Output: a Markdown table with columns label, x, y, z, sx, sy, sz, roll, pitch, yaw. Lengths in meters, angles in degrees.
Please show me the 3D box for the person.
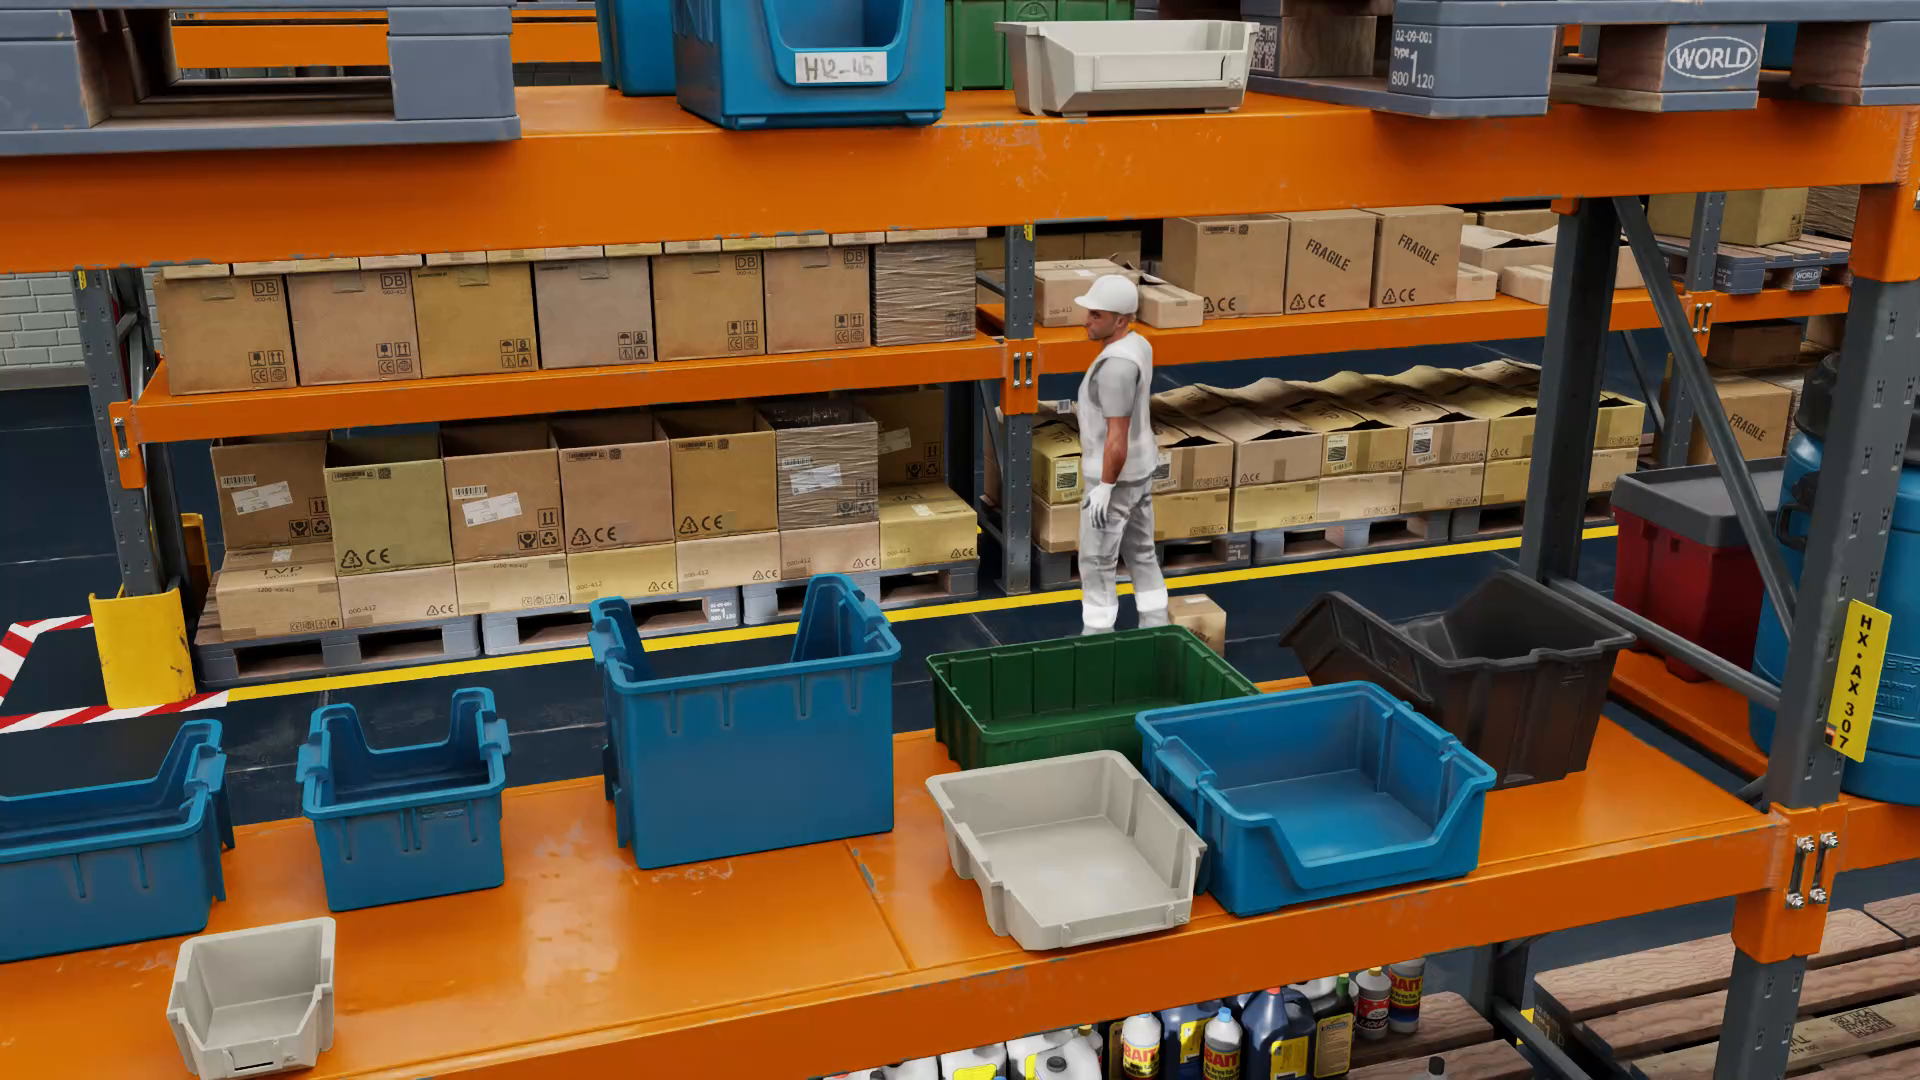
| label | x | y | z | sx | sy | sz | roll | pitch | yaw |
| --- | --- | --- | --- | --- | --- | --- | --- | --- | --- |
| person | 0.661 | -0.272 | 7.277 | 0.530 | 1.792 | 0.561 | 7 | 20 | 19 |
